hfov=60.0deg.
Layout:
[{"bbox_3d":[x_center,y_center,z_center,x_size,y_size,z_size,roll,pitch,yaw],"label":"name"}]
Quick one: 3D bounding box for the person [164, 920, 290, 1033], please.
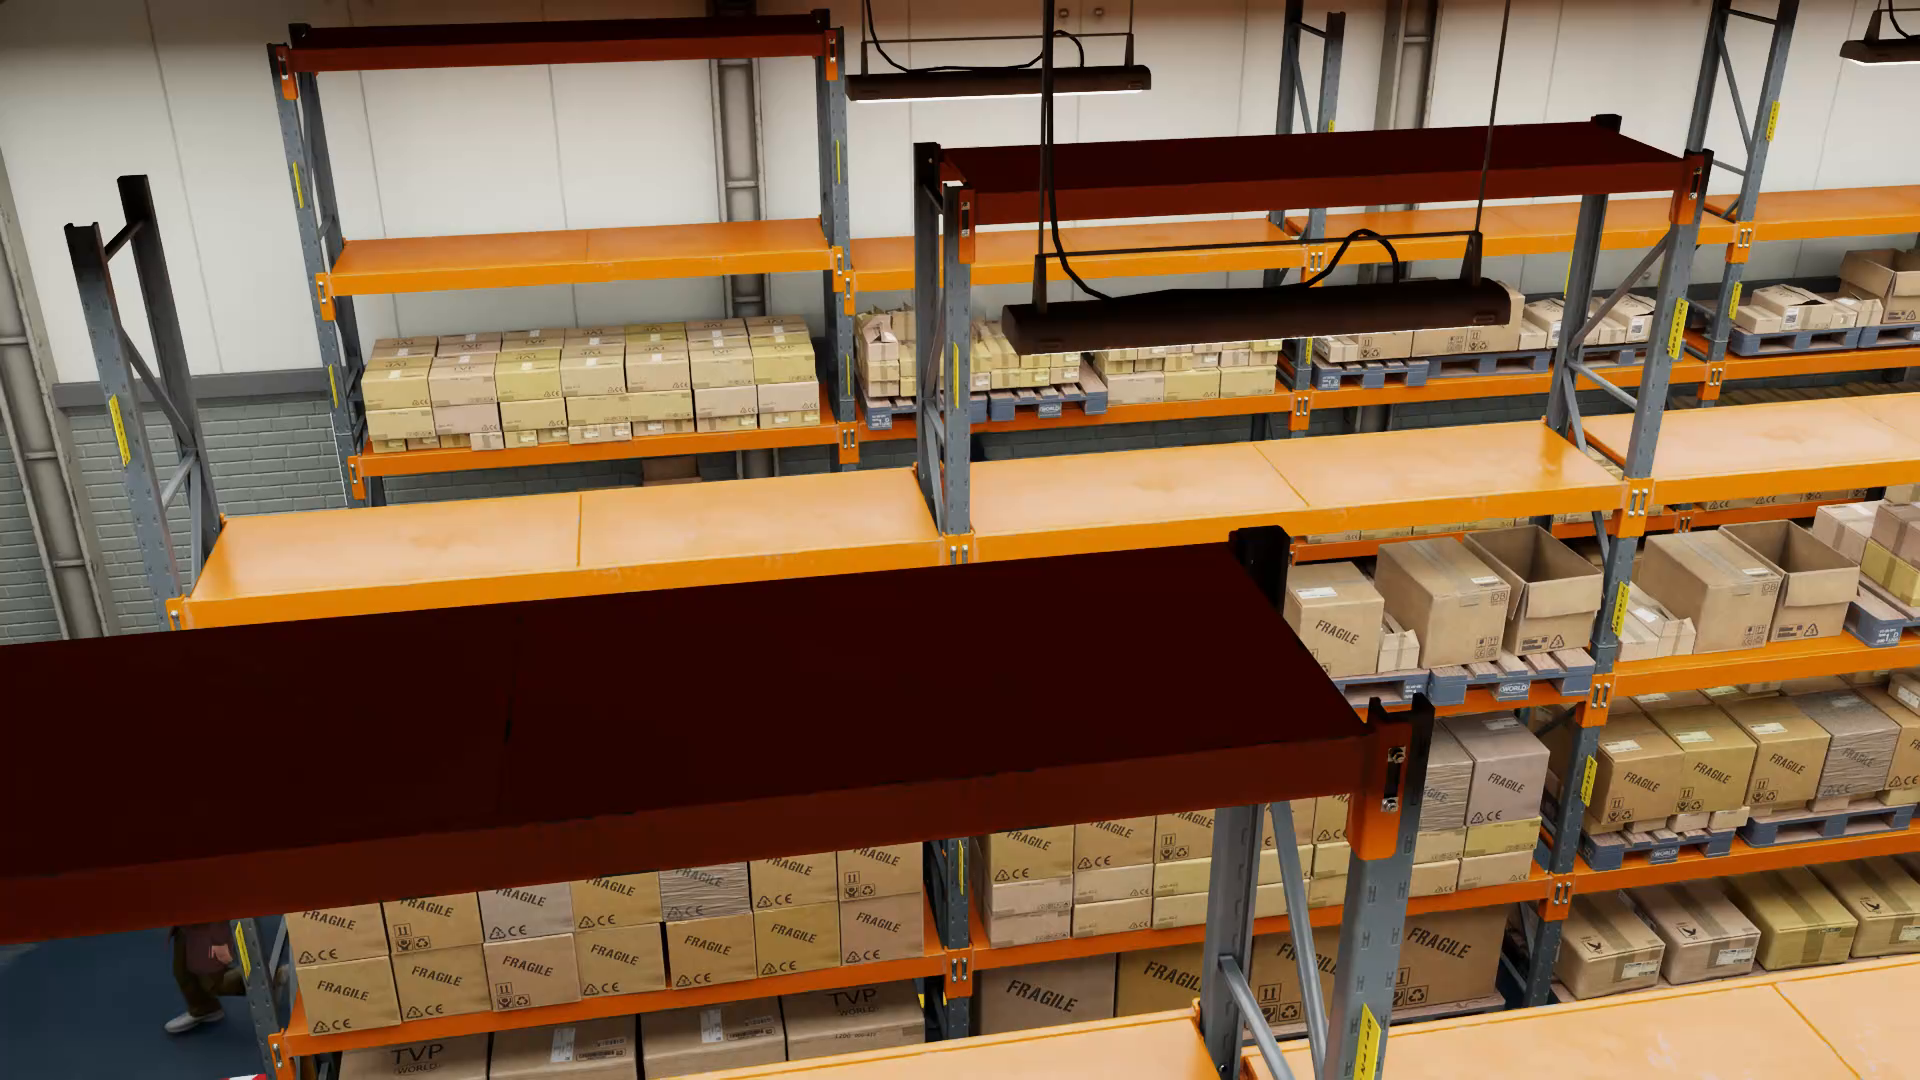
[{"bbox_3d":[-4.973,2.521,11.041,0.801,1.742,0.660,-21,33,-37],"label":"person"}]
